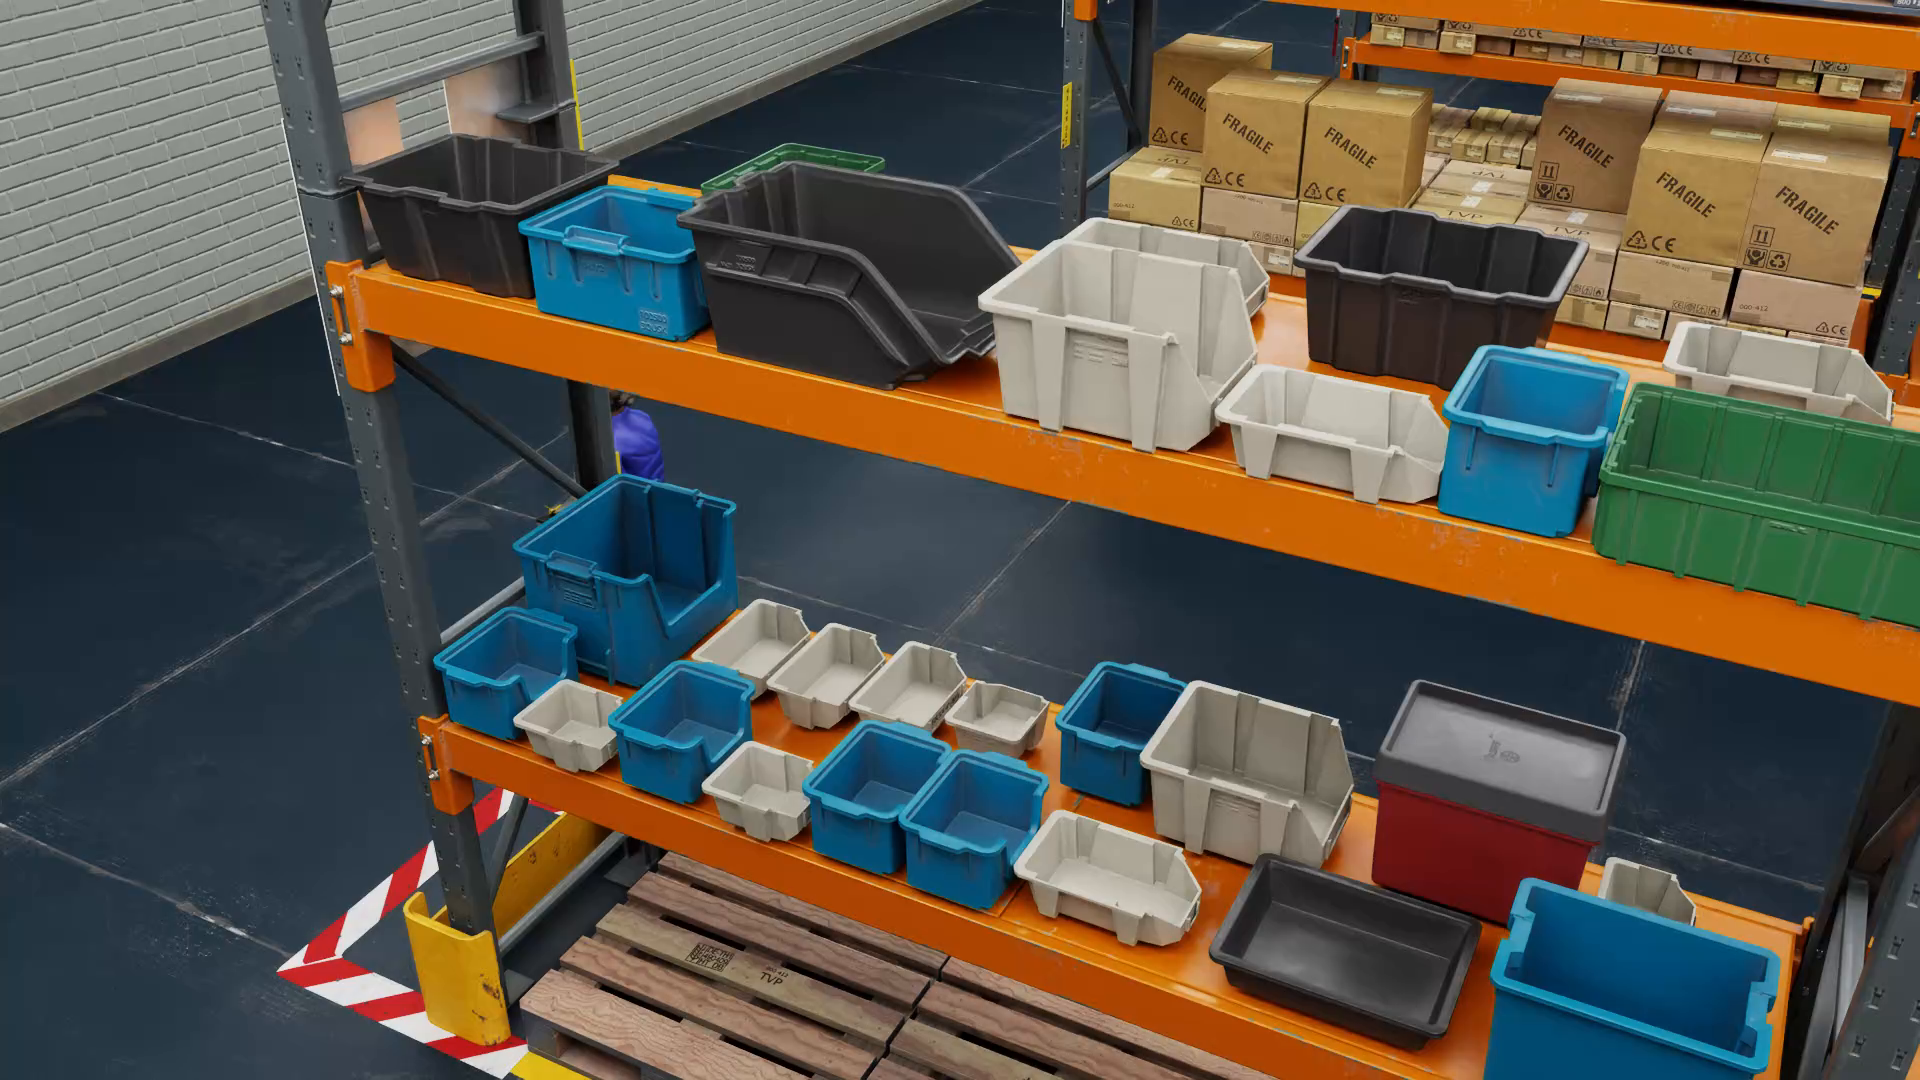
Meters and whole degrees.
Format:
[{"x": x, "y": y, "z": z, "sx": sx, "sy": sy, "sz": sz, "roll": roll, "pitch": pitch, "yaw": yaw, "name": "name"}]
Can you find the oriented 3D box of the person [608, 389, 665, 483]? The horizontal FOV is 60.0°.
[{"x": -1.401, "y": 0.005, "z": 7.126, "sx": 0.345, "sy": 1.656, "sz": 0.489, "roll": 8, "pitch": 31, "yaw": 13, "name": "person"}]
